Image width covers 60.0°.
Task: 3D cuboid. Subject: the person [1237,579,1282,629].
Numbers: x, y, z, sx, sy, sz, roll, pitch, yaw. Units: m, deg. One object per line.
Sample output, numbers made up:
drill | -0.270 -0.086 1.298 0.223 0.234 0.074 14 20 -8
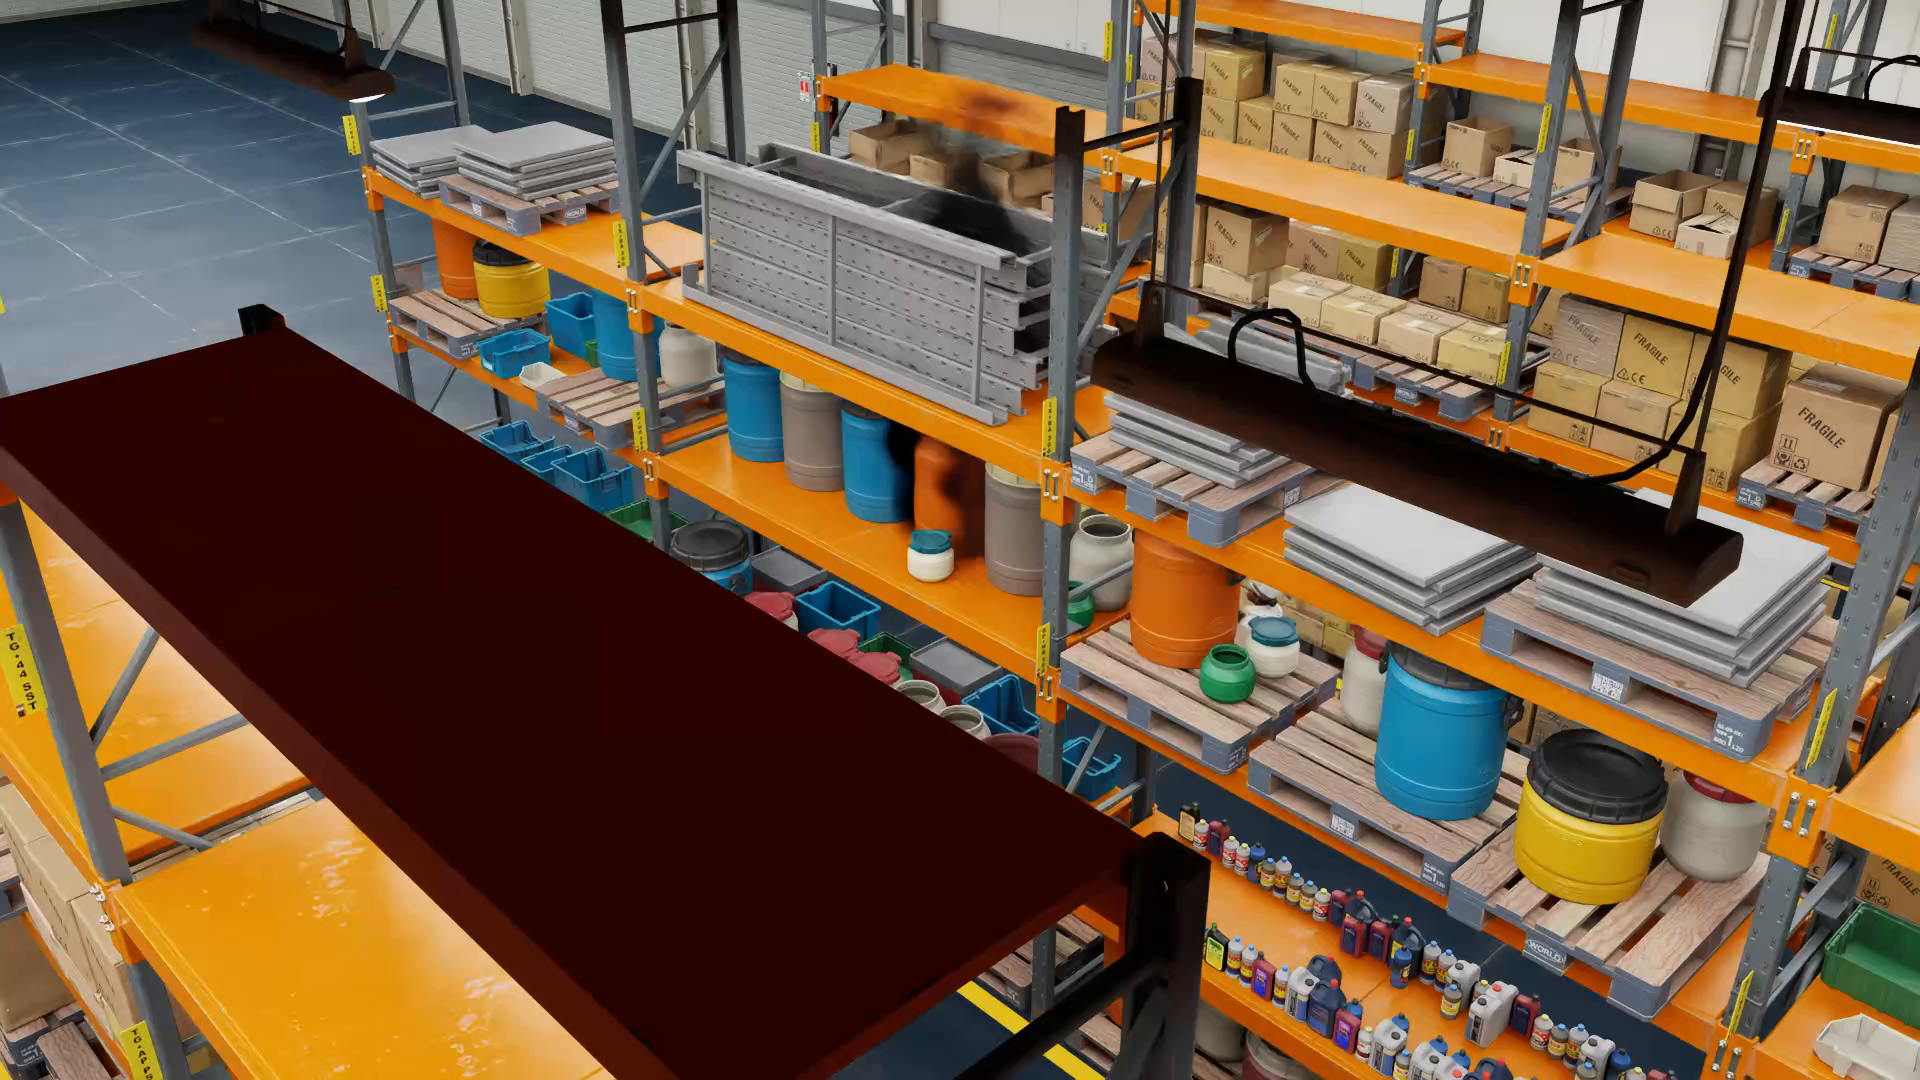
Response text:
person | 2.190 0.967 12.728 0.529 1.655 0.569 22 35 35

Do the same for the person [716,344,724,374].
person | -2.636 -2.342 19.404 0.608 1.729 0.698 -6 29 -12
